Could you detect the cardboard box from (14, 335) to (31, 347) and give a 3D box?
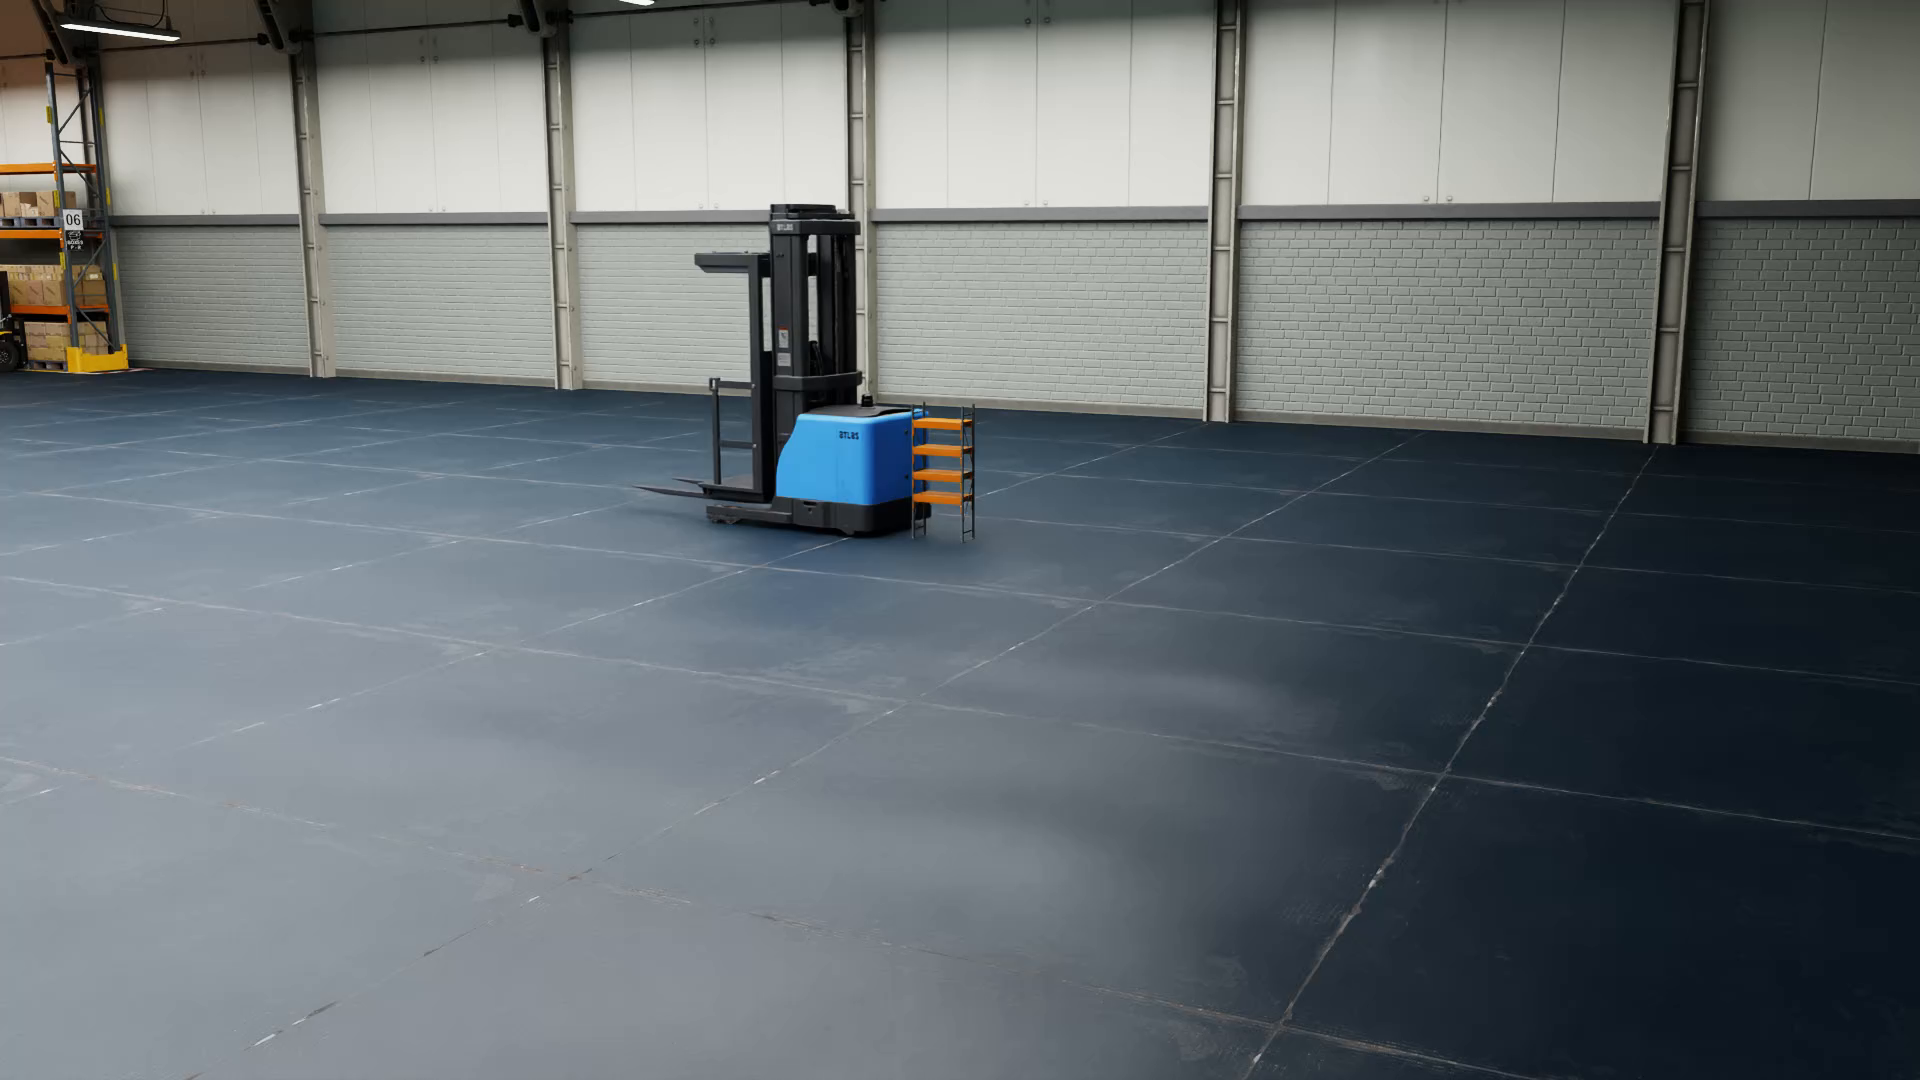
[{"bbox_3d":[-18.989,-4.087,34.026,0.500,0.250,0.500,5,11,25],"label":"cardboard box"}]

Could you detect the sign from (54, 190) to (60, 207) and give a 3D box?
[{"bbox_3d":[-17.749,-6.707,32.682,0.005,0.325,0.100,5,11,26],"label":"sign"}]

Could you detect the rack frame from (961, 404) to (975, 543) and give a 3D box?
[{"bbox_3d":[0.070,-0.584,14.589,0.015,1.200,0.240,5,11,26],"label":"rack frame"}]

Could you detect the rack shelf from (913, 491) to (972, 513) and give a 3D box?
[{"bbox_3d":[-0.148,-0.342,14.743,0.480,0.148,0.258,5,11,26],"label":"rack shelf"}]

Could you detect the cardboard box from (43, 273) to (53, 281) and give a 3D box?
[{"bbox_3d":[-18.174,-5.287,33.415,0.250,0.149,0.380,5,12,27],"label":"cardboard box"}]

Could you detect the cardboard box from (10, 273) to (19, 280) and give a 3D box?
[{"bbox_3d":[-19.093,-5.368,33.867,0.250,0.149,0.380,5,11,26],"label":"cardboard box"}]

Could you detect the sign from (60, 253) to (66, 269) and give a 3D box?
[{"bbox_3d":[-17.749,-5.521,32.896,0.005,0.325,0.100,5,11,26],"label":"sign"}]

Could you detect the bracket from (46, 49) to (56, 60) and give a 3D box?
[{"bbox_3d":[-18.252,-9.818,33.604,0.430,0.232,0.235,5,11,26],"label":"bracket"}]

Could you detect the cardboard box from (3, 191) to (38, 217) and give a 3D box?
[{"bbox_3d":[-18.876,-6.794,33.683,0.500,0.500,0.700,5,11,26],"label":"cardboard box"}]

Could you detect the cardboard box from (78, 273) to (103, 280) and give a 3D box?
[{"bbox_3d":[-17.686,-5.357,33.803,0.250,0.149,0.380,5,11,24],"label":"cardboard box"}]

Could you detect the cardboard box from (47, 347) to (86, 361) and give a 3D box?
[{"bbox_3d":[-18.058,-3.760,33.627,0.500,0.250,0.500,5,11,26],"label":"cardboard box"}]

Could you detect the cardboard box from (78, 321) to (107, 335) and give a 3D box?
[{"bbox_3d":[-17.844,-4.334,33.988,0.500,0.250,0.500,5,11,25],"label":"cardboard box"}]

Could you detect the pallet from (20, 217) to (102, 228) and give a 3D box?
[{"bbox_3d":[-18.120,-6.413,33.565,1.213,0.211,1.003,5,11,26],"label":"pallet"}]

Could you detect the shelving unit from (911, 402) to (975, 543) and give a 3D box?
[{"bbox_3d":[-0.148,-0.603,14.695,0.503,1.200,0.258,5,11,26],"label":"shelving unit"}]

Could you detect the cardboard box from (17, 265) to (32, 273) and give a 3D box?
[{"bbox_3d":[-18.866,-5.495,33.730,0.250,0.149,0.380,5,12,27],"label":"cardboard box"}]

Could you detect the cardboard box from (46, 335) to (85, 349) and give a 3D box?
[{"bbox_3d":[-18.072,-4.008,33.592,0.500,0.250,0.500,5,11,25],"label":"cardboard box"}]

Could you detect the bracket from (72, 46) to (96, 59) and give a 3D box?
[{"bbox_3d":[-17.507,-9.753,33.243,0.430,0.232,0.235,5,11,26],"label":"bracket"}]

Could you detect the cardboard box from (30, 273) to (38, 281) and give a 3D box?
[{"bbox_3d":[-18.597,-5.338,33.700,0.250,0.149,0.380,5,11,25],"label":"cardboard box"}]

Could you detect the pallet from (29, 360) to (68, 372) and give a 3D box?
[{"bbox_3d":[-18.201,-3.602,34.038,1.213,0.211,1.003,5,11,26],"label":"pallet"}]

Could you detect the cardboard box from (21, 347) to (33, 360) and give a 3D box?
[{"bbox_3d":[-18.944,-3.842,34.077,0.500,0.250,0.500,5,11,26],"label":"cardboard box"}]

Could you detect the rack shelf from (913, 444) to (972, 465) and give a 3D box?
[{"bbox_3d":[-0.148,-0.757,14.668,0.480,0.148,0.258,5,11,26],"label":"rack shelf"}]

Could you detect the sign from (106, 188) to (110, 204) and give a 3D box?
[{"bbox_3d":[-17.246,-6.953,33.628,0.005,0.325,0.100,5,11,26],"label":"sign"}]

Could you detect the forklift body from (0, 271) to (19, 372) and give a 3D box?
[{"bbox_3d":[-20.005,-4.361,32.785,1.214,2.155,2.313,5,11,26],"label":"forklift body"}]

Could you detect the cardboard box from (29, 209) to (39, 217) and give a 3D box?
[{"bbox_3d":[-18.374,-6.545,33.295,0.250,0.149,0.380,5,11,24],"label":"cardboard box"}]

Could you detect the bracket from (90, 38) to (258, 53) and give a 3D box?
[{"bbox_3d":[-15.182,-9.549,32.114,4.783,0.066,0.076,5,11,26],"label":"bracket"}]

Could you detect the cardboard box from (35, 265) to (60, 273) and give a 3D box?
[{"bbox_3d":[-18.393,-5.460,33.540,0.250,0.149,0.380,5,12,27],"label":"cardboard box"}]

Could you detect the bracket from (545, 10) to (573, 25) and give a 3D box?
[{"bbox_3d":[-6.746,-8.807,28.018,0.430,0.232,0.235,5,11,26],"label":"bracket"}]

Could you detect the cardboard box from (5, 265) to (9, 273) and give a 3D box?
[{"bbox_3d":[-19.290,-5.549,34.033,0.250,0.149,0.380,5,11,27],"label":"cardboard box"}]

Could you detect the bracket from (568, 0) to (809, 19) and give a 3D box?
[{"bbox_3d":[-4.420,-8.603,26.889,4.783,0.066,0.076,5,11,26],"label":"bracket"}]

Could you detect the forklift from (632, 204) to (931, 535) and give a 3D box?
[{"bbox_3d":[-1.785,-1.660,15.674,3.031,2.935,1.130,6,12,32],"label":"forklift"}]

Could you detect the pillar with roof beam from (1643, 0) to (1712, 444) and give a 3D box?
[{"bbox_3d":[7.276,-5.020,17.197,0.400,9.000,9.100,5,11,26],"label":"pillar with roof beam"}]

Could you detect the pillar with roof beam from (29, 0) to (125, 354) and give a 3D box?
[{"bbox_3d":[-19.627,-7.384,30.259,0.548,9.000,9.100,5,11,26],"label":"pillar with roof beam"}]

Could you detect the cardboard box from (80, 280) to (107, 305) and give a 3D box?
[{"bbox_3d":[-17.818,-5.053,33.945,0.500,0.500,0.500,5,12,28],"label":"cardboard box"}]

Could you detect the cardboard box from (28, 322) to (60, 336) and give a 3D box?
[{"bbox_3d":[-18.508,-4.292,33.754,0.500,0.250,0.500,5,12,27],"label":"cardboard box"}]

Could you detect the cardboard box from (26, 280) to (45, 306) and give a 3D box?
[{"bbox_3d":[-18.516,-5.009,33.701,0.500,0.500,0.500,5,12,28],"label":"cardboard box"}]

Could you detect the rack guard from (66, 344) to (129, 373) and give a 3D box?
[{"bbox_3d":[-17.475,-3.688,33.706,0.348,0.500,1.175,5,11,26],"label":"rack guard"}]

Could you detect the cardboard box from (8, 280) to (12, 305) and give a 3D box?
[{"bbox_3d":[-19.431,-5.087,34.133,0.500,0.500,0.500,5,11,26],"label":"cardboard box"}]

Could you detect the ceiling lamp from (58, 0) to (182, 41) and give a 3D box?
[{"bbox_3d":[-13.120,-9.596,26.092,0.800,3.185,2.000,5,11,26],"label":"ceiling lamp"}]

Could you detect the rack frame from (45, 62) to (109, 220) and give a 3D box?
[{"bbox_3d":[-17.497,-7.872,32.959,0.127,3.000,1.000,5,11,26],"label":"rack frame"}]

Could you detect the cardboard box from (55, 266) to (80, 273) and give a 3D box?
[{"bbox_3d":[-17.911,-5.430,33.370,0.250,0.149,0.380,5,11,26],"label":"cardboard box"}]

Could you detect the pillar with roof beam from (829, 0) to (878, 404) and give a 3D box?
[{"bbox_3d":[-3.485,-5.965,22.422,0.548,9.000,9.100,5,11,26],"label":"pillar with roof beam"}]

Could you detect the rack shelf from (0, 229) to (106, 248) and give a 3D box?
[{"bbox_3d":[-19.290,-6.200,34.161,4.000,0.370,1.077,5,11,26],"label":"rack shelf"}]

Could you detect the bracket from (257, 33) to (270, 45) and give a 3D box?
[{"bbox_3d":[-12.871,-9.345,30.992,0.430,0.232,0.235,5,11,26],"label":"bracket"}]

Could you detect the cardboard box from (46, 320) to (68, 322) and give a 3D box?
[{"bbox_3d":[-18.738,-4.414,34.430,0.500,0.250,0.500,5,11,25],"label":"cardboard box"}]
